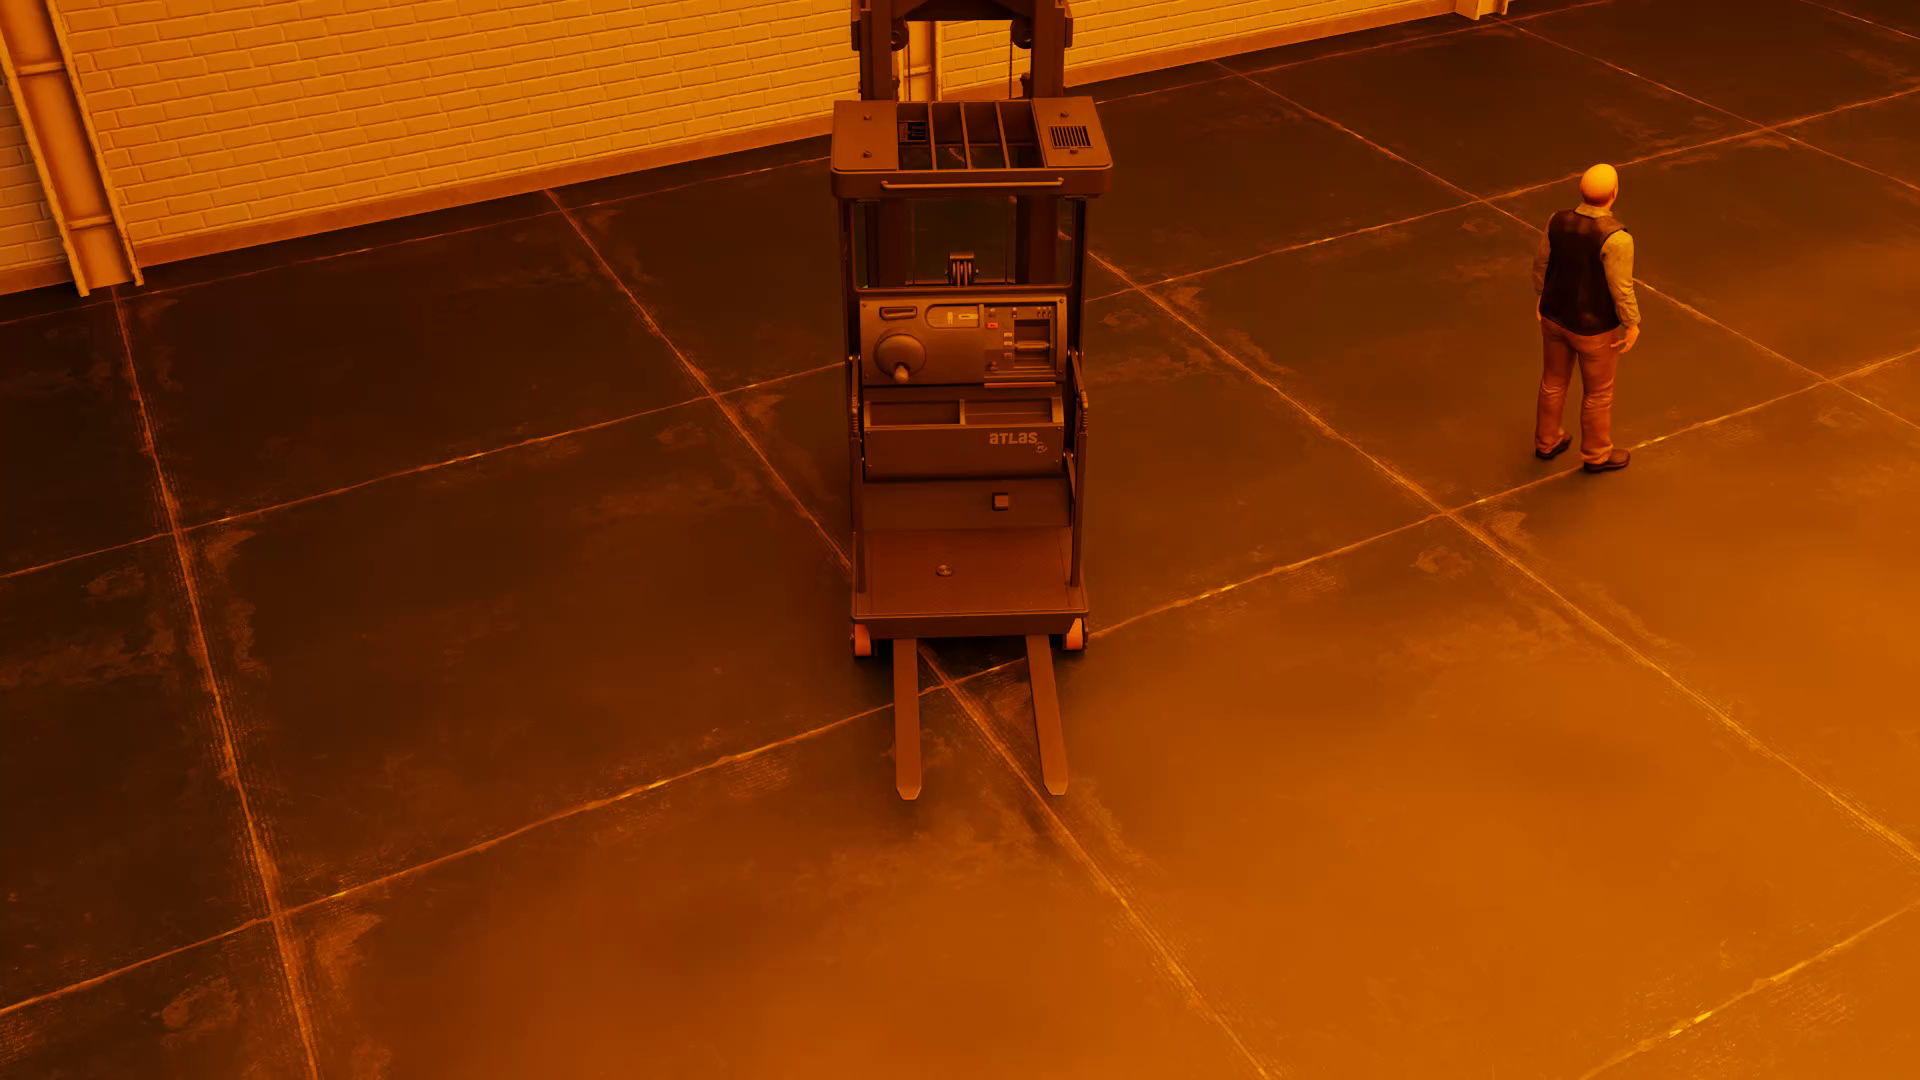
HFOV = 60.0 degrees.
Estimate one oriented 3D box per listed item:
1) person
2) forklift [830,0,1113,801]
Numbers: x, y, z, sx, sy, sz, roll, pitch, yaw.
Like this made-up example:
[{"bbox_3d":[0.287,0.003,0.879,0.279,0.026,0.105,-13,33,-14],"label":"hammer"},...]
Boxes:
[{"bbox_3d":[3.347,-1.189,8.840,0.568,1.720,0.631,-22,41,-28],"label":"person"},{"bbox_3d":[0.028,-0.838,7.308,1.130,2.935,3.031,-1,35,-2],"label":"forklift"}]
